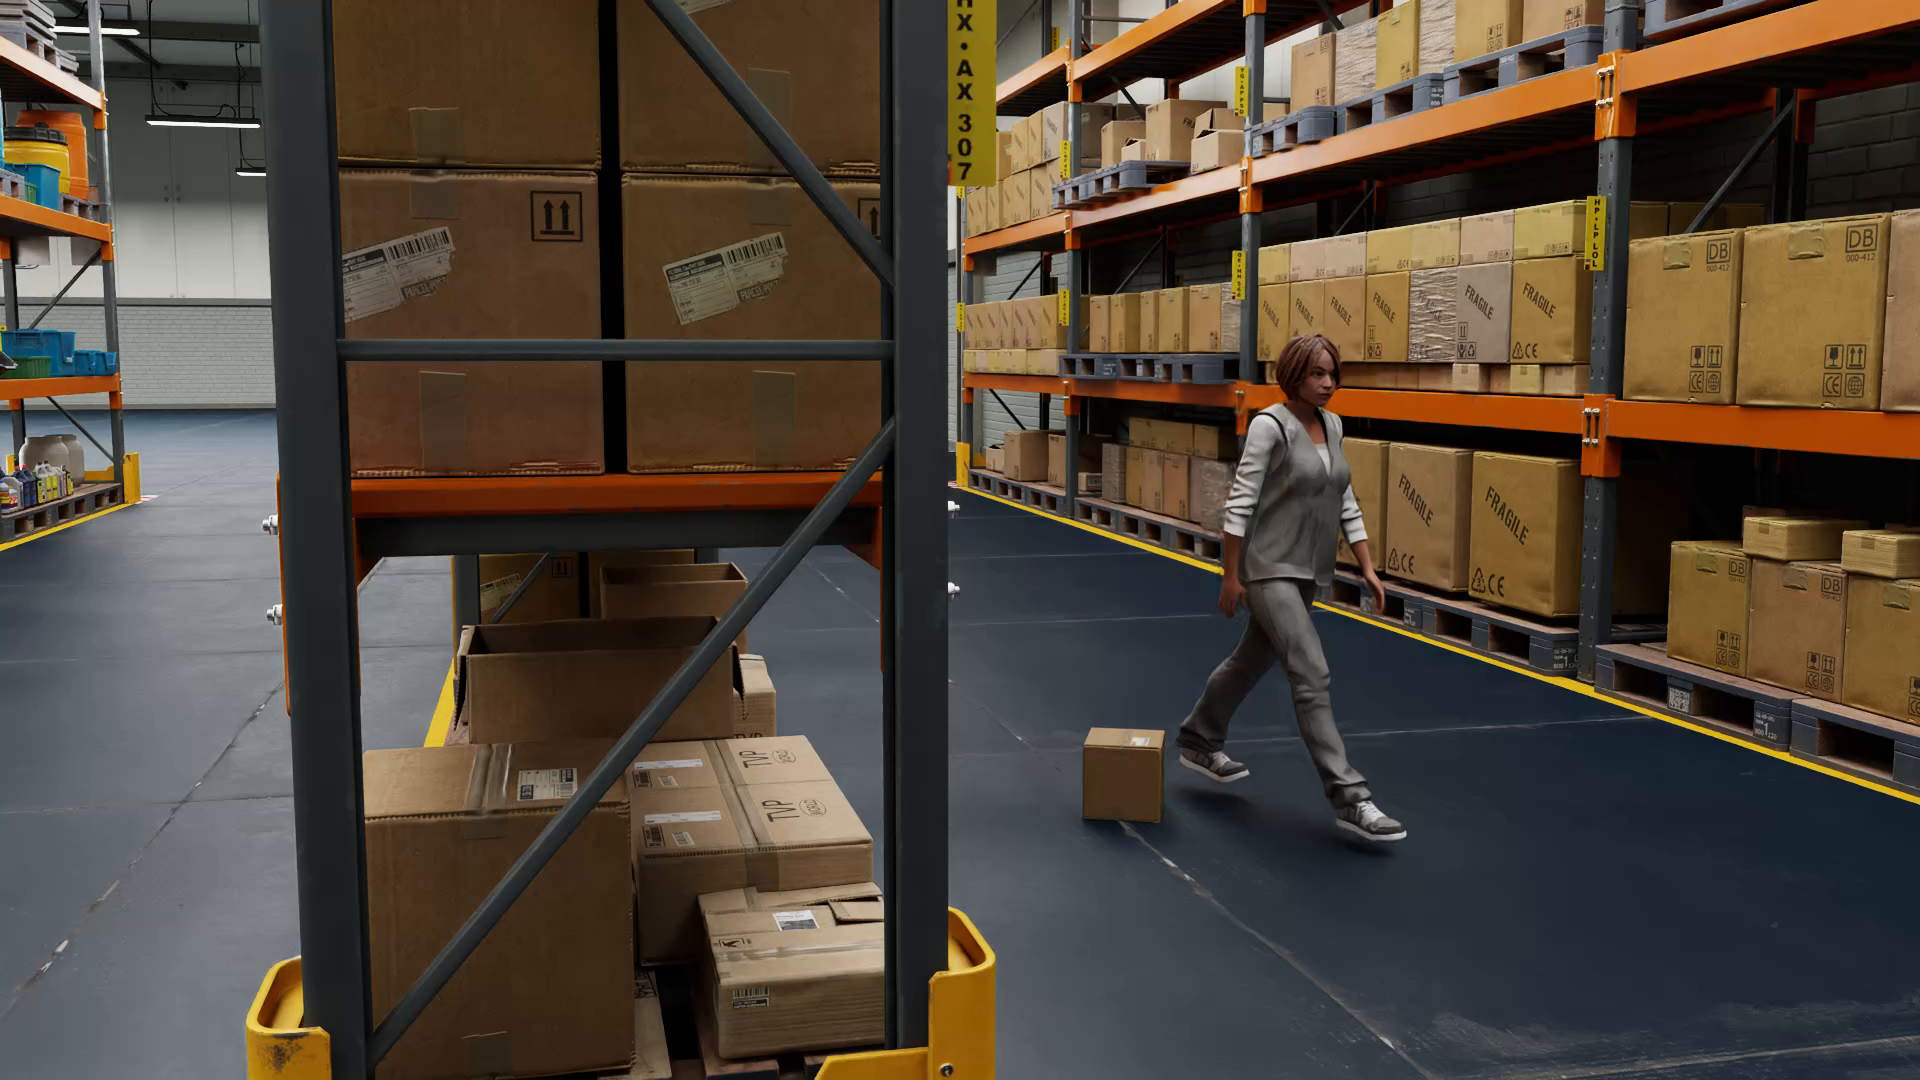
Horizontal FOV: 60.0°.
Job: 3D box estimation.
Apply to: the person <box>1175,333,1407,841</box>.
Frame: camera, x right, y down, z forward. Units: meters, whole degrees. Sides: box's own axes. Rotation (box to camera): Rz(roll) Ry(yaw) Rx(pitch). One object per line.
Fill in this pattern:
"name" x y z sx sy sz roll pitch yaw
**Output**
"person" 1.073 0.107 5.333 0.432 1.528 1.004 -6 9 -43
